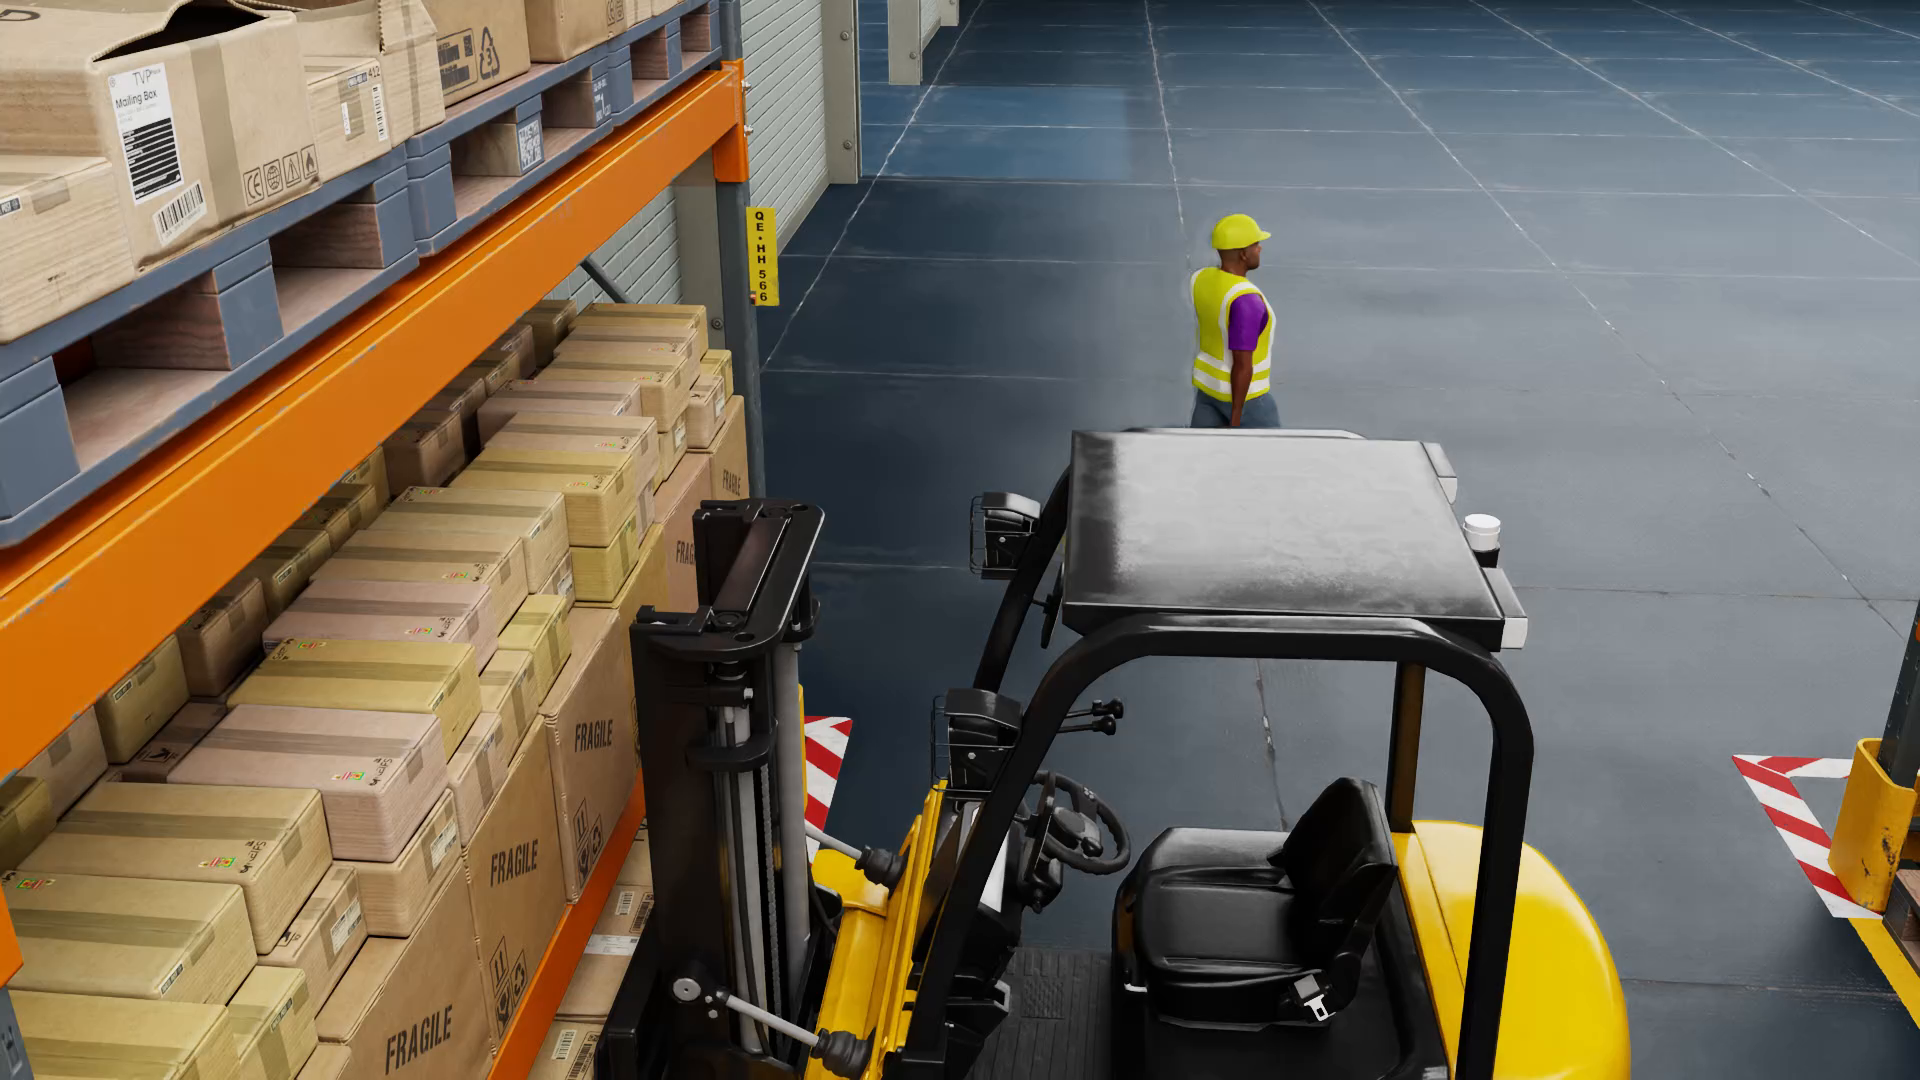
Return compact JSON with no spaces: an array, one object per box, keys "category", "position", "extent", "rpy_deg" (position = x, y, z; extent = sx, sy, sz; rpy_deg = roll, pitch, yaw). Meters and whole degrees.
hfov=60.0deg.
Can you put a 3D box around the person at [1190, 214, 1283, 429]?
[{"category":"person","position":[1.412,-0.788,8.314],"extent":[1.018,1.719,0.583],"rpy_deg":[-12,27,-24]}]
